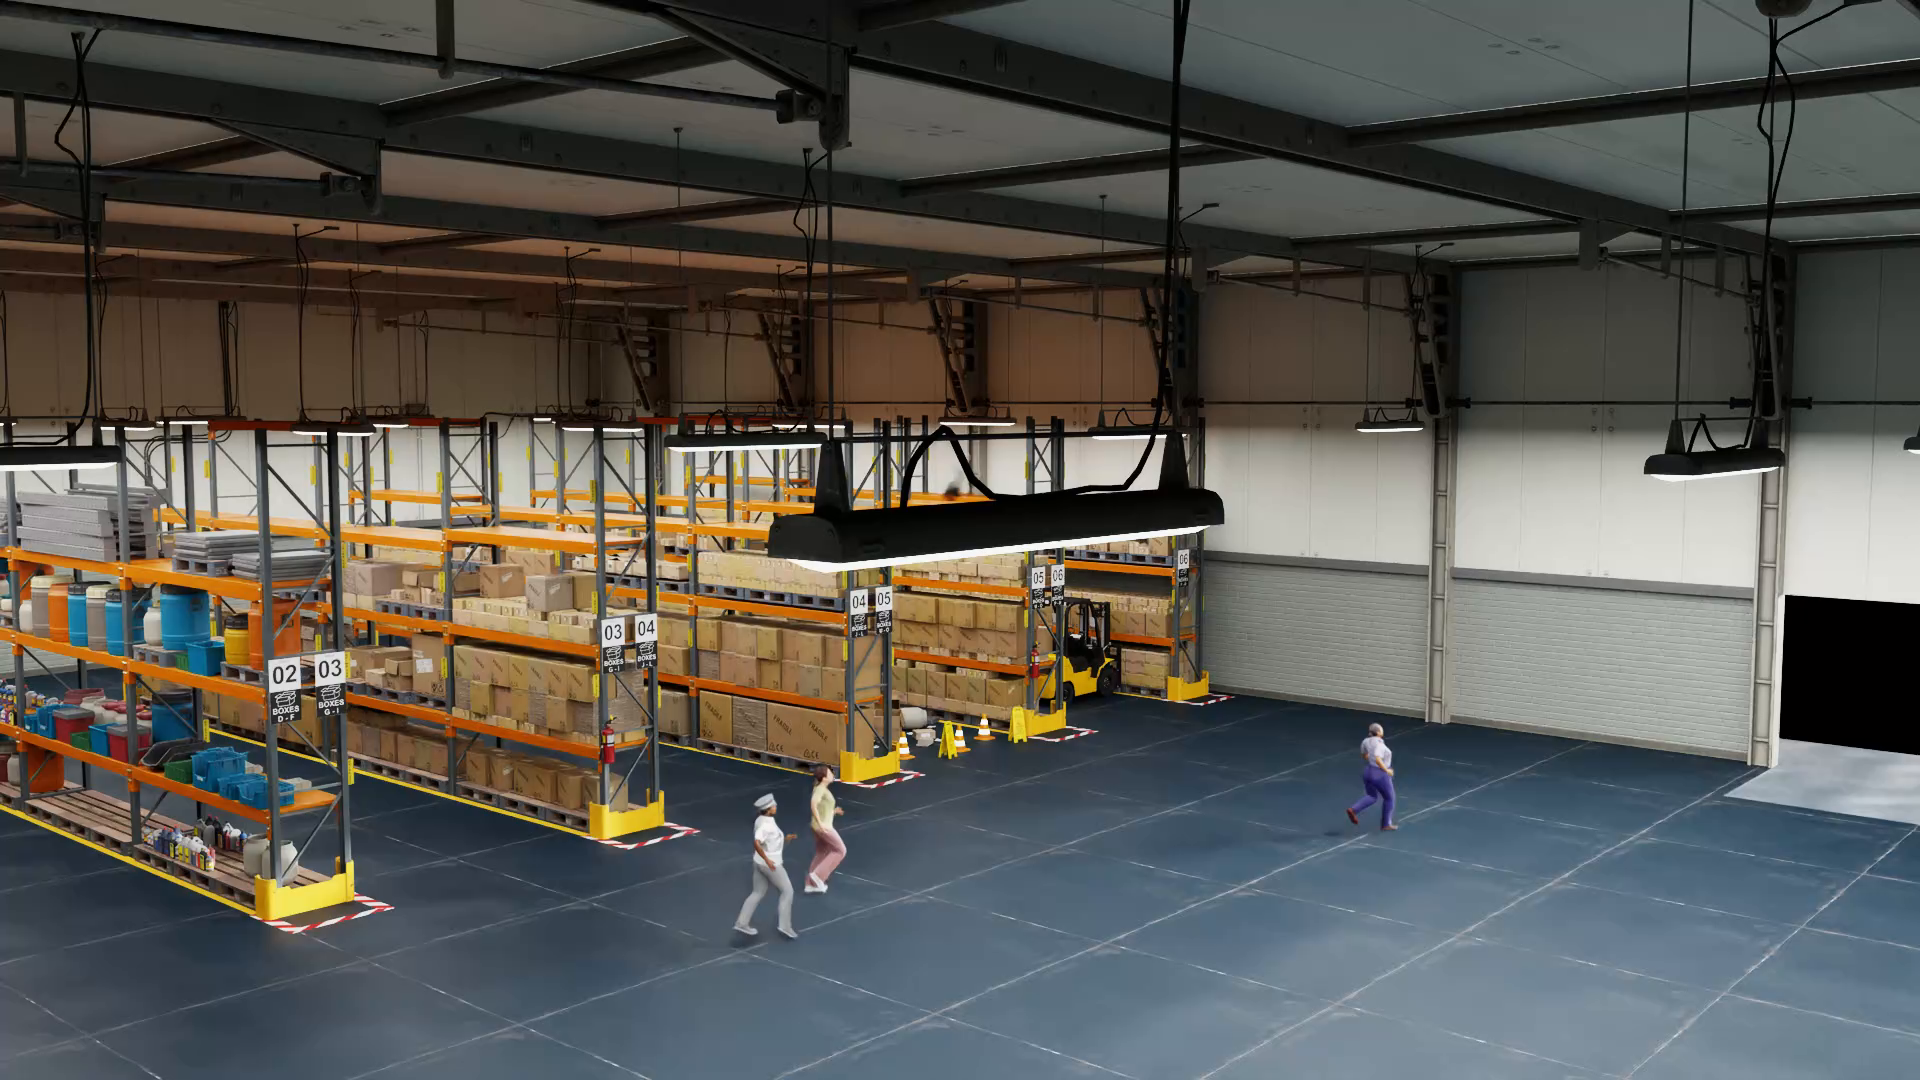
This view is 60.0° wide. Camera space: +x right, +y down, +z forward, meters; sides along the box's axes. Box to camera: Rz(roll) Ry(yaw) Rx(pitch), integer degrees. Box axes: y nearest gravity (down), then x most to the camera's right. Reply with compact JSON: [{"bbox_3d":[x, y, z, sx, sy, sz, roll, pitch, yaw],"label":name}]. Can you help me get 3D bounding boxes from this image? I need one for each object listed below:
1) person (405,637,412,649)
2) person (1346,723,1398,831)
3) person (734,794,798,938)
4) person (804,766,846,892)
[{"bbox_3d":[-13.408,2.103,40.895,0.667,1.711,0.735,5,7,44],"label":"person"},{"bbox_3d":[6.115,3.489,24.508,0.803,1.611,0.620,-2,5,-21],"label":"person"},{"bbox_3d":[-2.266,3.862,19.563,0.761,1.751,0.547,-3,5,-29],"label":"person"},{"bbox_3d":[-1.744,3.722,21.475,0.564,1.641,0.587,-2,5,-19],"label":"person"}]
